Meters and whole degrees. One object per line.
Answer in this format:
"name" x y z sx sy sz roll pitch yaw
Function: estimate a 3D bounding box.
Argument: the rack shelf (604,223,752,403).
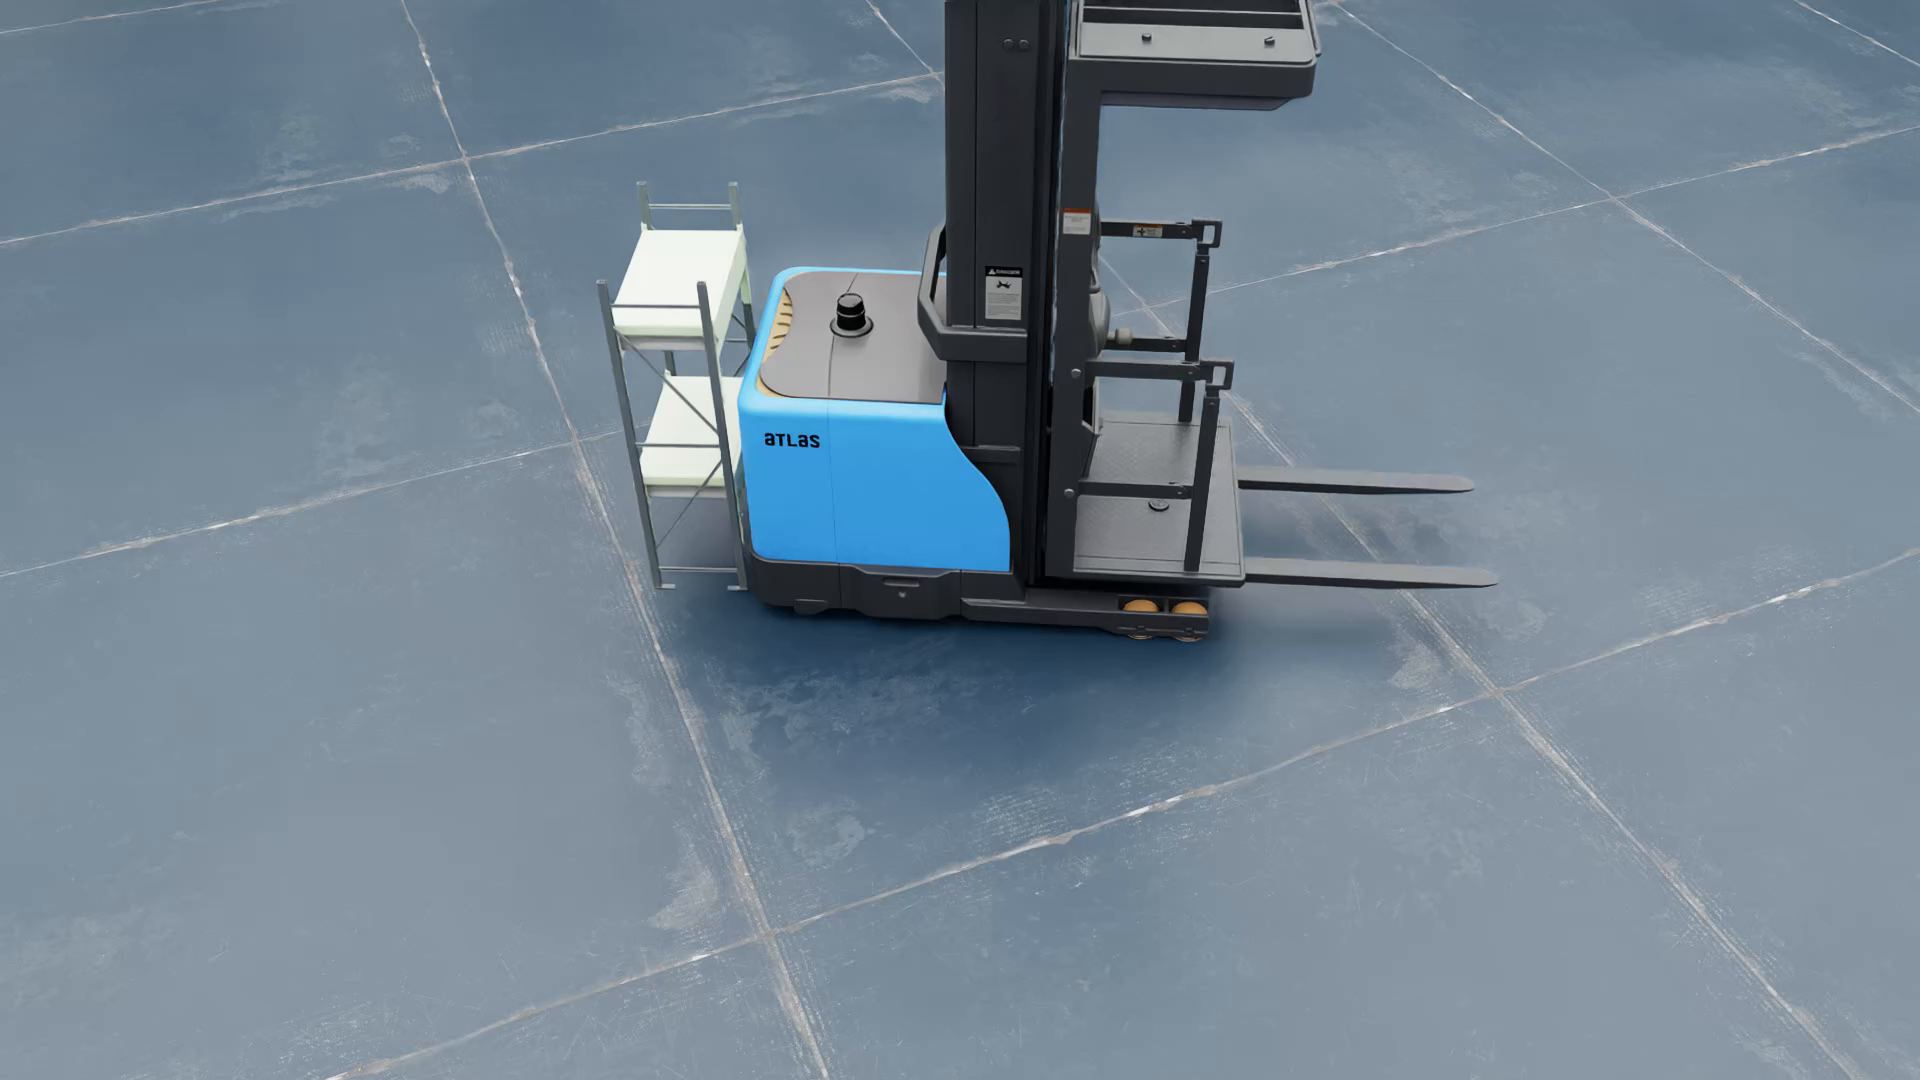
"rack shelf" -1.094 -0.901 6.542 0.431 0.370 0.720 1 41 3

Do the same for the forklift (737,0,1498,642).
"forklift" 0.687 -1.059 6.233 3.031 2.935 1.130 3 41 3

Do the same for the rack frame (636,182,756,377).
"rack frame" -1.067 -0.844 7.074 0.400 1.500 0.023 1 41 3

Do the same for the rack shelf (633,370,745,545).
"rack shelf" -1.079 -0.358 7.009 0.431 0.370 0.720 1 41 3

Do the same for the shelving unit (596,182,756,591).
"shelving unit" -1.086 -0.605 6.796 0.431 1.500 0.755 1 41 3

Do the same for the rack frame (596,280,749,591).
"rack frame" -1.105 -0.367 6.519 0.400 1.500 0.023 1 41 3
